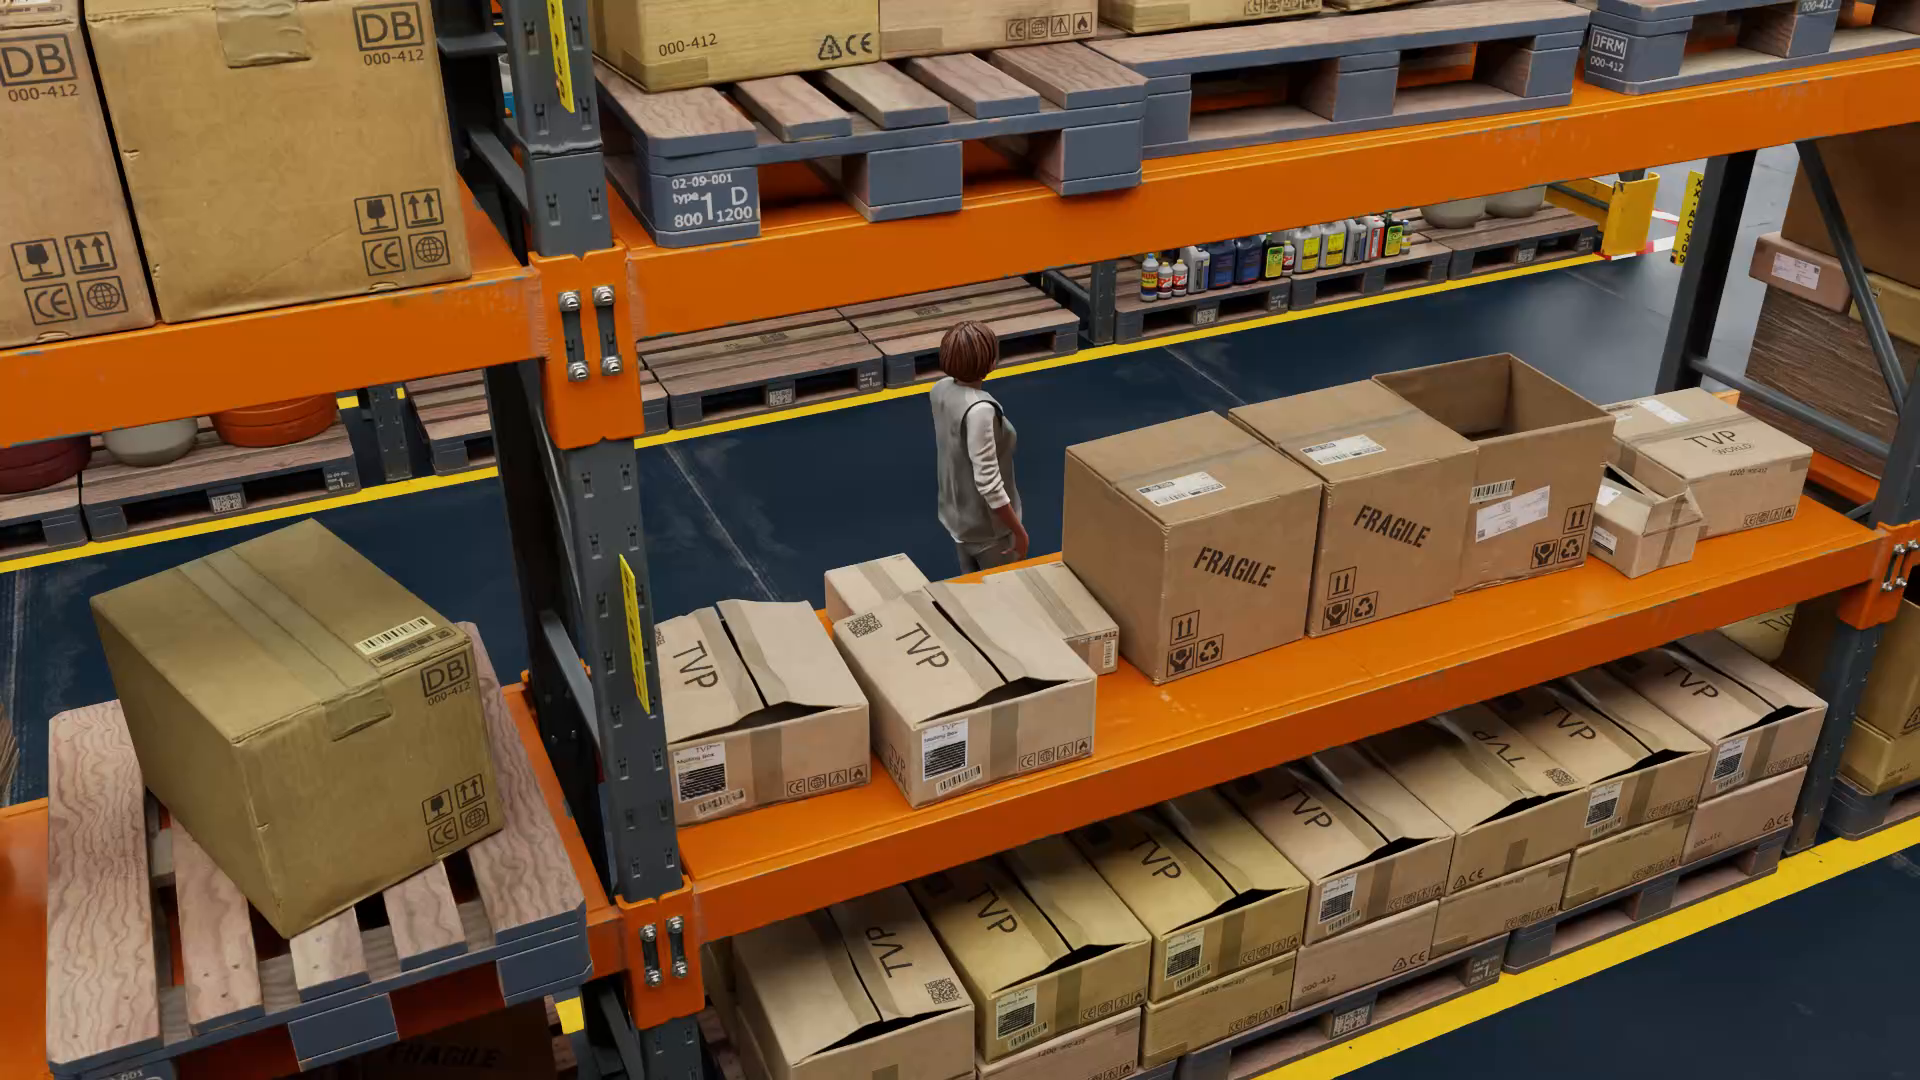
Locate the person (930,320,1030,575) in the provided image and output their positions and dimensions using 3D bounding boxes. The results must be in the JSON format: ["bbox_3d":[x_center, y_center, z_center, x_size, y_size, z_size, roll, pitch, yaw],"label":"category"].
[{"bbox_3d":[0.154,-0.081,6.262,0.474,1.598,0.521,-13,32,-21],"label":"person"}]
